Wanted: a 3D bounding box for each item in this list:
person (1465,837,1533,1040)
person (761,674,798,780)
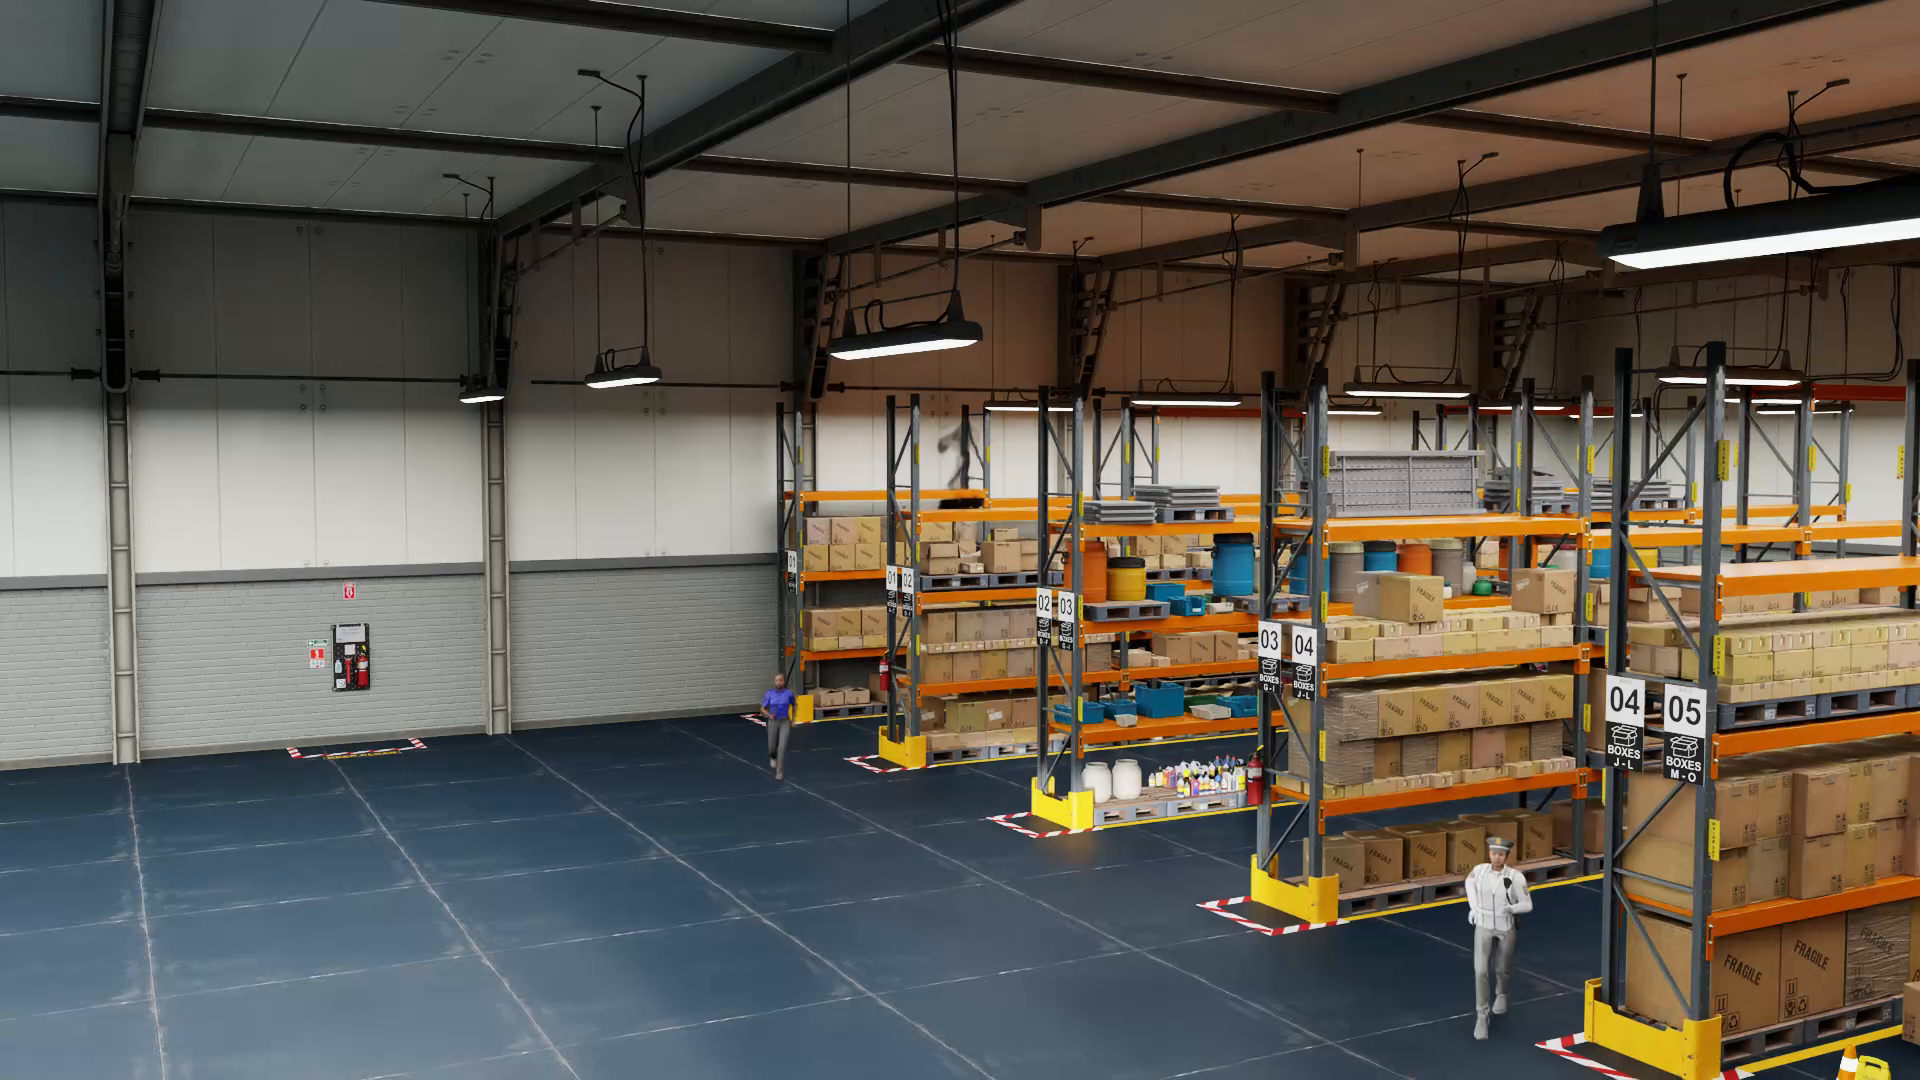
[{"bbox_3d":[4.771,3.480,14.769,0.598,1.748,0.815,1,4,23],"label":"person"},{"bbox_3d":[-2.815,2.884,25.938,0.576,1.619,0.725,0,3,-8],"label":"person"}]
